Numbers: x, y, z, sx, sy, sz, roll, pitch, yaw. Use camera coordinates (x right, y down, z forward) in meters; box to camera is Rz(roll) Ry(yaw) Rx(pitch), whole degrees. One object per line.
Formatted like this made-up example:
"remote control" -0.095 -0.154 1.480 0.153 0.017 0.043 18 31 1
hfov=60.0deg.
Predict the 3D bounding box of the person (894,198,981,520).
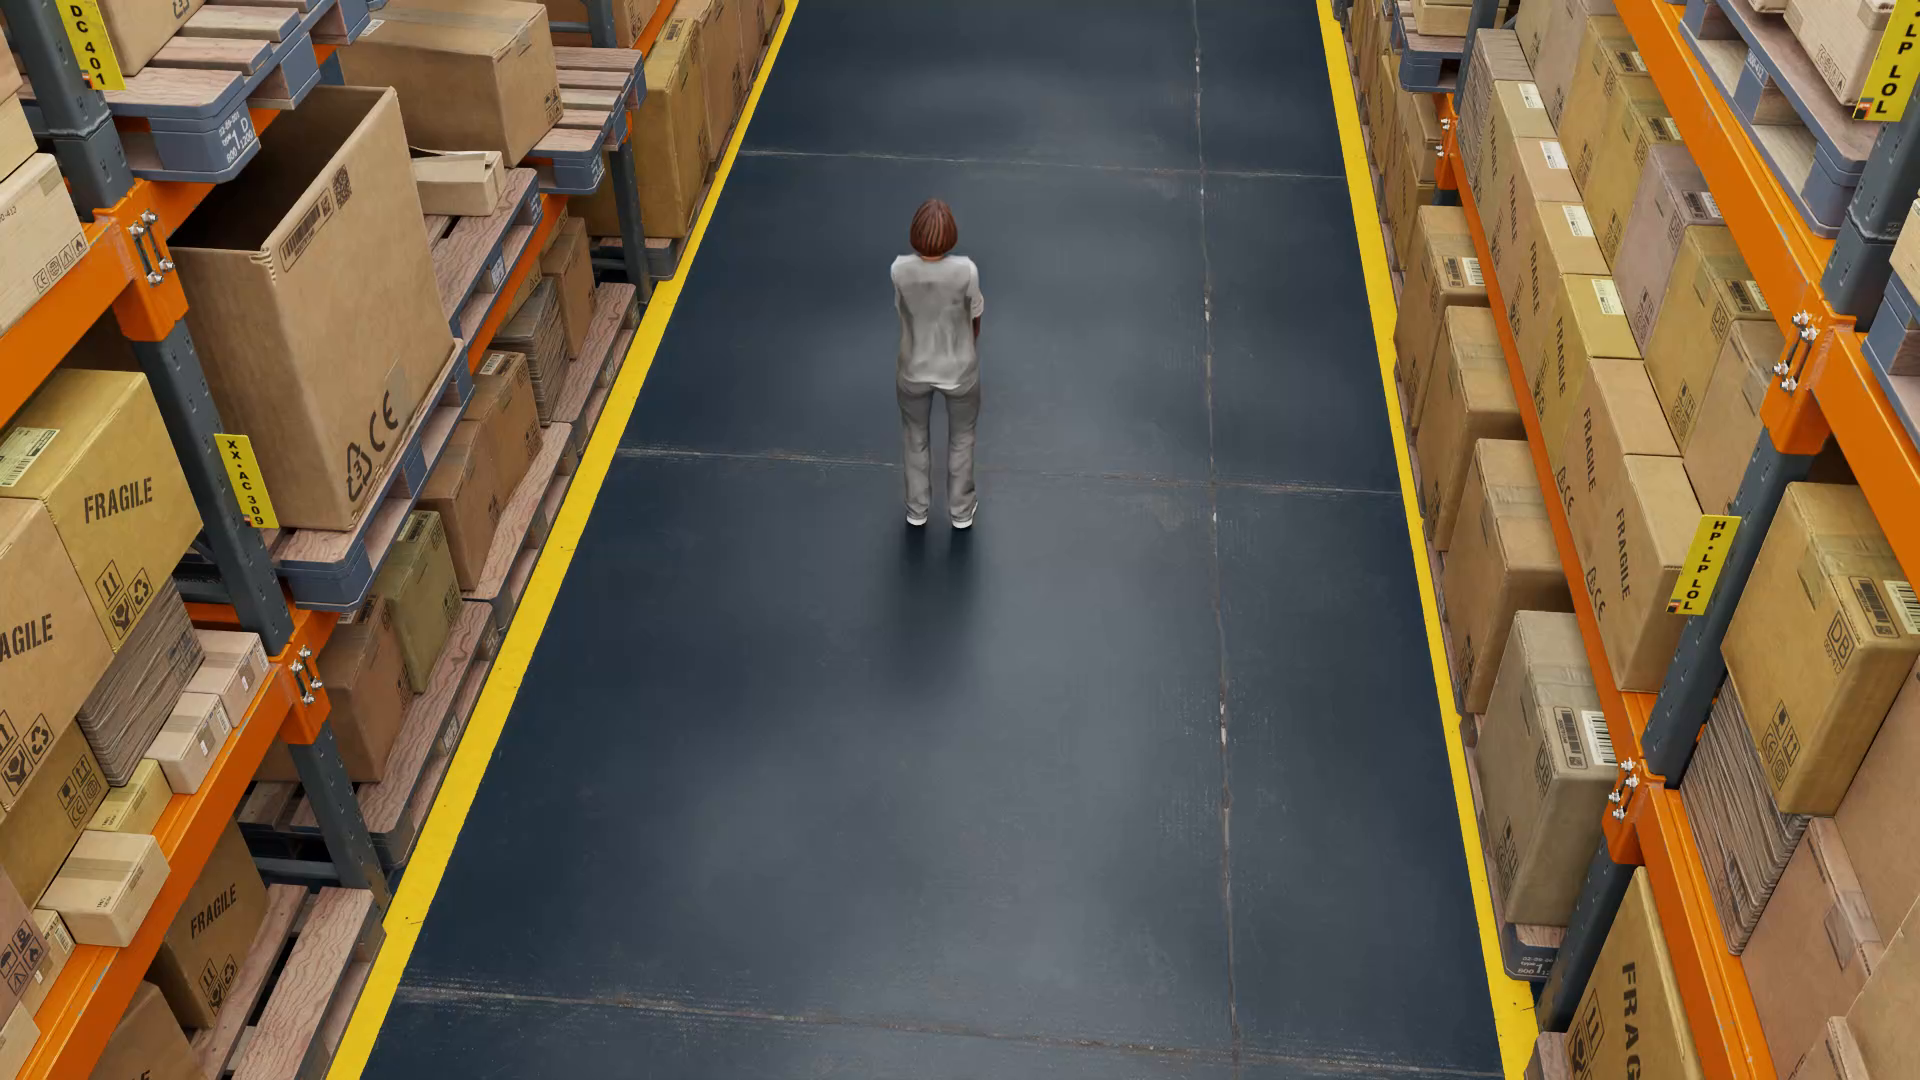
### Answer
"person" -0.087 -0.797 7.043 0.358 1.528 0.496 3 41 3
